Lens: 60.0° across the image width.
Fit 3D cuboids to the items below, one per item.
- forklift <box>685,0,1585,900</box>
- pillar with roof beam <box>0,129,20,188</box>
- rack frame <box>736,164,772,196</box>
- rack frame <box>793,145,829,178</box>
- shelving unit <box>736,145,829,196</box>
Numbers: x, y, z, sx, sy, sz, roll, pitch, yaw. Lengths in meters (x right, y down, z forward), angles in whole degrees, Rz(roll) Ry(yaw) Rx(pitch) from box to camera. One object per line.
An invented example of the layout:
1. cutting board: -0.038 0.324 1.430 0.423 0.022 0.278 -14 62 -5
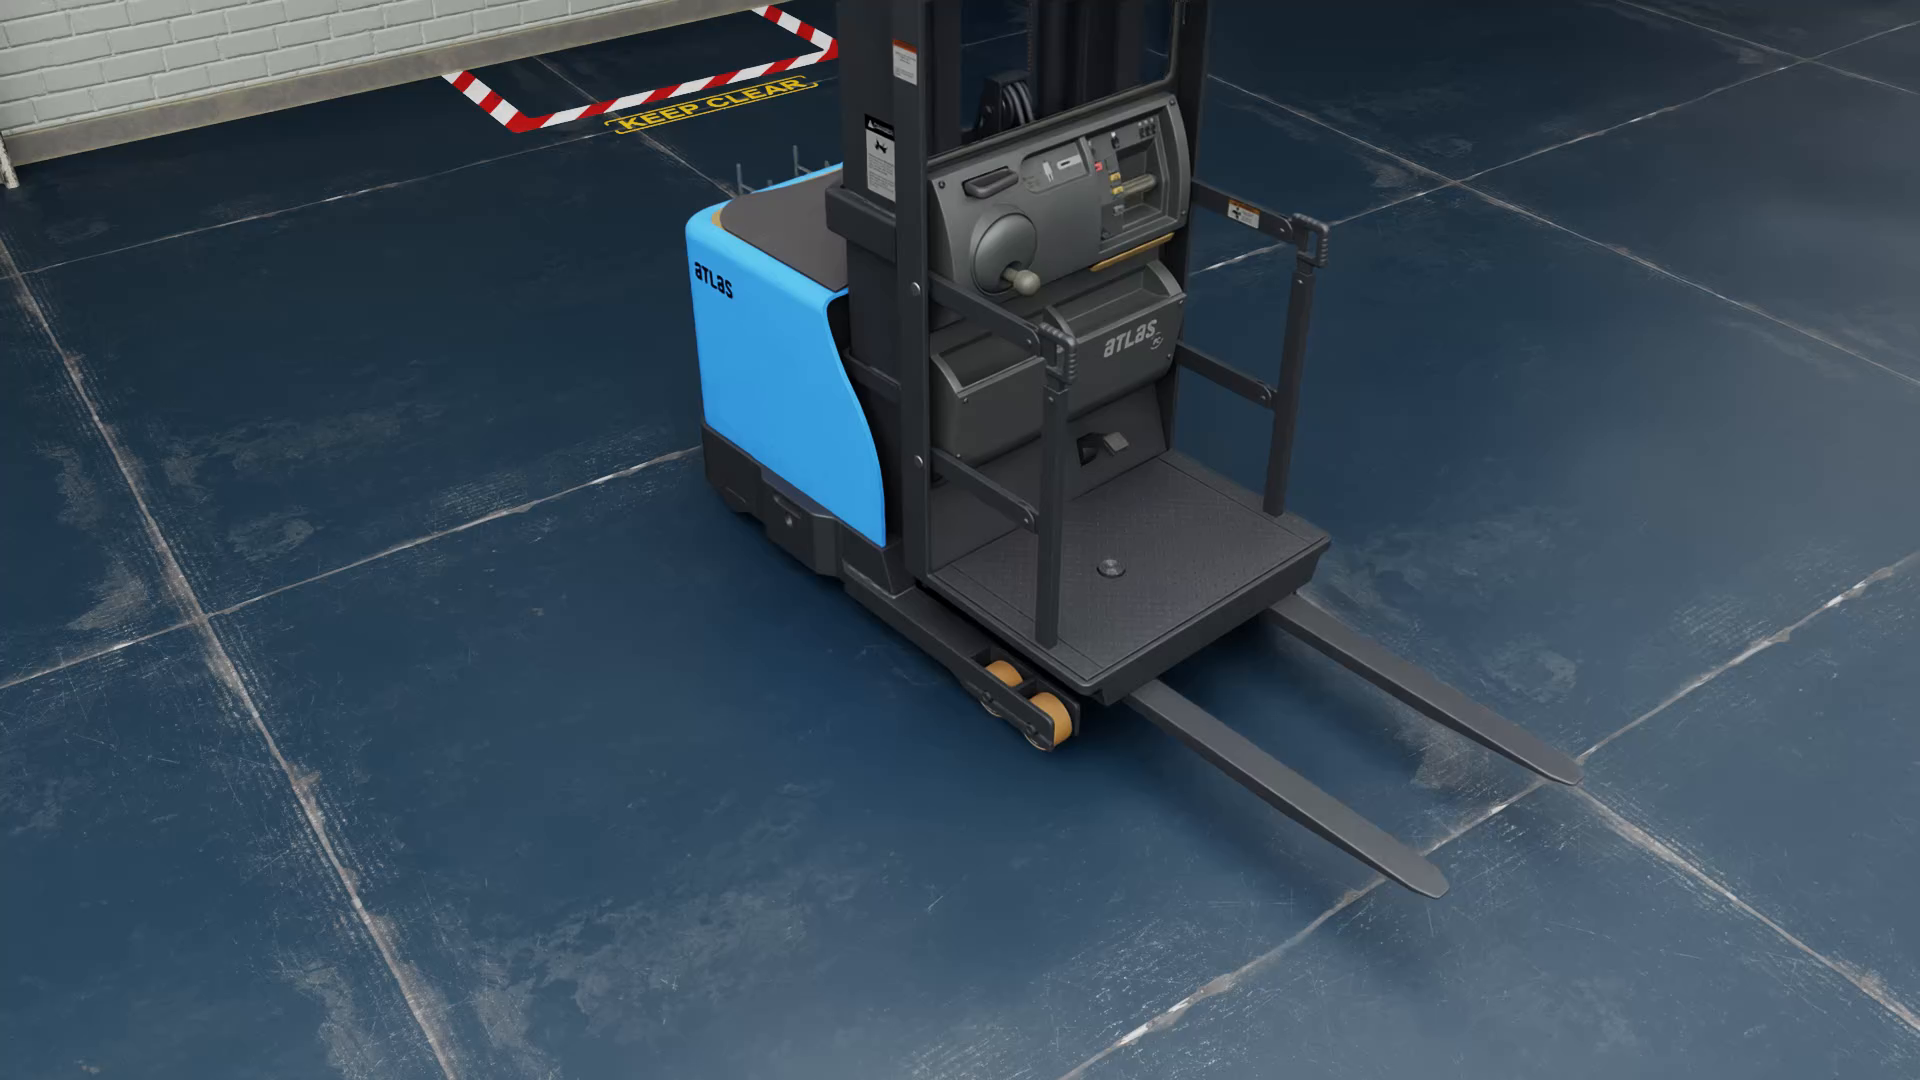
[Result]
1. forklift: 0.440 -0.910 4.506 1.130 2.935 3.031 -27 44 -32
2. pillar with roof beam: -2.387 -3.344 2.692 0.400 9.000 9.100 -22 41 -28
3. rack frame: -0.705 -0.834 6.010 0.008 1.050 0.200 -27 43 -32
4. rack frame: -0.522 -0.928 6.140 0.008 1.050 0.200 -27 43 -32
5. shelving unit: -0.613 -0.881 6.075 0.252 1.050 0.215 -27 43 -32
